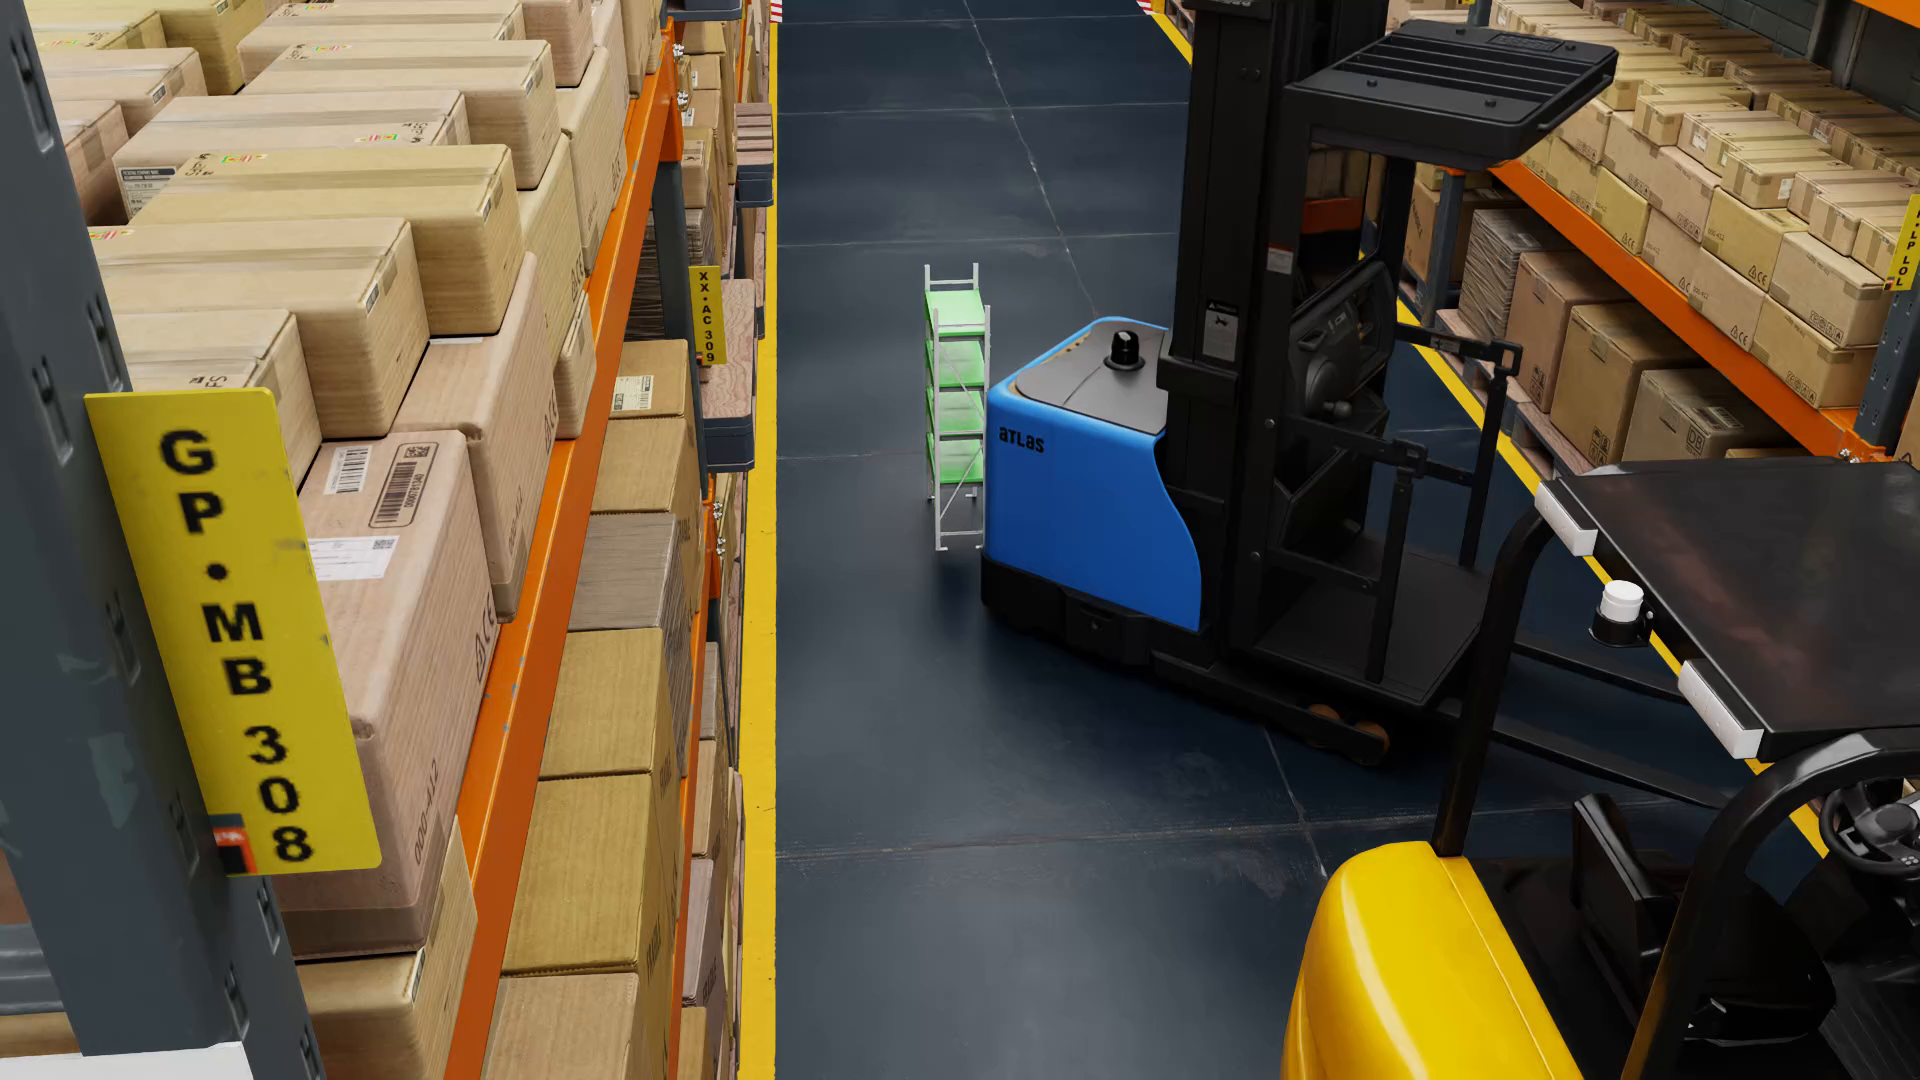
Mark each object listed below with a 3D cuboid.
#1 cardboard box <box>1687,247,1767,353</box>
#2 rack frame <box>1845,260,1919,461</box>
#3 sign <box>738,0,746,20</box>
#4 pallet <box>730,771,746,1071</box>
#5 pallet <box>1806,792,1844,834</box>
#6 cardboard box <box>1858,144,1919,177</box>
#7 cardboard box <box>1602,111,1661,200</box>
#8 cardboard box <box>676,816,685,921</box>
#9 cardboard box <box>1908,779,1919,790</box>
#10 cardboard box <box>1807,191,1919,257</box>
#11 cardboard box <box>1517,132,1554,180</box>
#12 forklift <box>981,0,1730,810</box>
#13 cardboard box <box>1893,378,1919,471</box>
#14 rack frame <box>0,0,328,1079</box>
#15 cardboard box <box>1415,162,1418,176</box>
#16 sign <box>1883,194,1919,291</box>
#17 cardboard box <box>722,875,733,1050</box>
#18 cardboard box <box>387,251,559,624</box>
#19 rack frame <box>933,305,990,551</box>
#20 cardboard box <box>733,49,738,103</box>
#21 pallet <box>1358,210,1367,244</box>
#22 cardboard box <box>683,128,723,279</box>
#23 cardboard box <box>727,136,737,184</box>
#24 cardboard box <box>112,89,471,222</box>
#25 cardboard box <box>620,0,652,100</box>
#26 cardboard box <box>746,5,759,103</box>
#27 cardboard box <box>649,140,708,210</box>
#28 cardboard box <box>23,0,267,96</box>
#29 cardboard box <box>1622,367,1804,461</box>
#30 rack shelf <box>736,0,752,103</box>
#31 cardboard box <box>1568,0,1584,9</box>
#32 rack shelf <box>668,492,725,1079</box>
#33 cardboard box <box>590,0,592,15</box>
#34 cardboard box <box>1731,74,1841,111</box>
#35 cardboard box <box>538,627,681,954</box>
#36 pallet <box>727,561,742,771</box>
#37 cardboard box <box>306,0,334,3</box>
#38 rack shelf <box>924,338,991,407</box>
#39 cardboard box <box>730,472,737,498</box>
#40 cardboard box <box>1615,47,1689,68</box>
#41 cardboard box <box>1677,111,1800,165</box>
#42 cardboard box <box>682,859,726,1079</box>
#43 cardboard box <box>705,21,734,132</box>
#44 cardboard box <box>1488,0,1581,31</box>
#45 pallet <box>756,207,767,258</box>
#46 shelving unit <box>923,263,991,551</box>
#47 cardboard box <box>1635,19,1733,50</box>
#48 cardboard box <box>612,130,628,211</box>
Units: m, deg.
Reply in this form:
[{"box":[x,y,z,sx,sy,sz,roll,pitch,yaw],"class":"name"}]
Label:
[{"box":[3.261,-0.966,6.588,0.500,0.250,0.500,-3,31,-5],"class":"cardboard box"},{"box":[3.621,-0.529,5.711,1.000,3.000,0.127,-3,31,-5],"class":"rack frame"},{"box":[-1.155,-2.826,8.504,0.100,0.325,0.005,-3,31,-5],"class":"sign"},{"box":[-1.223,1.249,5.453,1.003,0.211,1.213,-3,31,-5],"class":"pallet"},{"box":[3.653,1.076,5.743,1.003,0.211,1.213,-3,31,-5],"class":"pallet"},{"box":[3.762,-1.437,6.500,0.380,0.149,0.250,-3,31,-5],"class":"cardboard box"},{"box":[3.195,-1.700,7.330,0.500,0.250,0.500,-2,31,-4],"class":"cardboard box"},{"box":[-0.835,0.748,3.817,0.380,0.149,0.250,-2,31,-4],"class":"cardboard box"},{"box":[3.408,0.775,5.311,0.500,0.250,0.500,-3,31,-5],"class":"cardboard box"},{"box":[3.326,-1.145,6.012,0.380,0.149,0.250,-3,31,-5],"class":"cardboard box"},{"box":[3.087,-2.012,8.339,0.500,0.250,0.500,-3,31,-6],"class":"cardboard box"},{"box":[1.594,-0.713,6.085,3.031,2.935,1.130,19,36,29],"class":"forklift"},{"box":[3.402,-0.333,5.285,0.500,0.500,0.500,-4,31,-6],"class":"cardboard box"},{"box":[-0.944,-0.823,0.352,0.949,2.616,0.053,-3,31,-5],"class":"rack frame"},{"box":[2.892,-2.335,10.129,0.380,0.149,0.250,-4,31,-7],"class":"cardboard box"},{"box":[3.081,-0.961,5.382,0.100,0.325,0.005,-3,31,-5],"class":"sign"},{"box":[-0.938,1.271,4.969,0.500,0.250,0.500,-4,31,-6],"class":"cardboard box"},{"box":[-0.766,-0.125,1.966,0.500,0.250,0.500,-3,31,-5],"class":"cardboard box"},{"box":[0.007,-0.475,7.375,0.240,1.200,0.015,-3,31,-5],"class":"rack frame"},{"box":[-1.490,-2.529,9.205,0.500,0.250,0.500,-3,31,-5],"class":"cardboard box"},{"box":[3.104,-2.379,11.527,1.003,0.211,1.213,-3,31,-5],"class":"pallet"},{"box":[-1.127,-1.149,5.952,0.500,0.500,0.500,-3,31,-4],"class":"cardboard box"},{"box":[-1.209,-1.719,7.539,0.380,0.149,0.250,-2,31,-4],"class":"cardboard box"},{"box":[-0.846,-0.473,2.159,0.380,0.149,0.250,-3,31,-5],"class":"cardboard box"},{"box":[-0.964,-1.170,3.715,0.500,0.250,0.500,-3,31,-5],"class":"cardboard box"},{"box":[-1.931,-3.329,12.061,0.875,0.875,0.875,-2,31,-3],"class":"cardboard box"},{"box":[-1.013,-1.176,5.364,0.380,0.149,0.250,-3,31,-5],"class":"cardboard box"},{"box":[-1.389,-0.846,2.783,0.380,0.149,0.250,-2,31,-4],"class":"cardboard box"},{"box":[3.496,-0.352,7.321,0.875,0.625,0.625,-3,31,-5],"class":"cardboard box"},{"box":[-1.882,-3.044,10.623,1.077,0.370,4.000,-3,31,-5],"class":"rack shelf"},{"box":[3.354,-3.065,9.449,0.500,0.500,0.500,-1,31,-2],"class":"cardboard box"},{"box":[-1.134,1.040,3.784,1.077,0.370,4.000,-3,31,-5],"class":"rack shelf"},{"box":[-0.886,-1.001,3.043,0.380,0.149,0.250,-2,31,-4],"class":"cardboard box"},{"box":[3.641,-1.954,7.365,0.380,0.149,0.250,-2,31,-3],"class":"cardboard box"},{"box":[-0.871,0.543,3.528,0.500,0.500,0.500,-3,31,-6],"class":"cardboard box"},{"box":[-1.395,0.510,6.690,1.003,0.211,1.213,-3,31,-5],"class":"pallet"},{"box":[-1.461,-0.884,3.235,0.500,0.250,0.500,-2,31,-4],"class":"cardboard box"},{"box":[-0.016,-0.751,7.494,0.258,0.148,0.480,-3,31,-5],"class":"rack shelf"},{"box":[-1.510,-0.331,7.532,0.950,0.372,0.625,-2,31,-3],"class":"cardboard box"},{"box":[3.149,-2.190,7.761,0.380,0.149,0.250,-2,31,-4],"class":"cardboard box"},{"box":[3.219,-1.665,6.883,0.380,0.149,0.250,-2,31,-4],"class":"cardboard box"},{"box":[-0.900,1.198,4.360,0.500,0.500,0.500,-1,31,-2],"class":"cardboard box"},{"box":[-1.316,-2.200,7.712,0.500,0.500,0.500,-3,31,-5],"class":"cardboard box"},{"box":[2.983,-2.716,8.642,0.380,0.149,0.250,-2,31,-3],"class":"cardboard box"},{"box":[-1.804,-2.162,11.164,1.003,0.211,1.213,-3,31,-5],"class":"pallet"},{"box":[-0.015,-0.600,7.584,0.258,1.200,0.503,-3,31,-5],"class":"shelving unit"},{"box":[3.578,-2.473,8.235,0.380,0.149,0.250,-3,31,-5],"class":"cardboard box"},{"box":[-0.906,-0.797,3.479,0.380,0.149,0.250,-2,31,-3],"class":"cardboard box"}]
